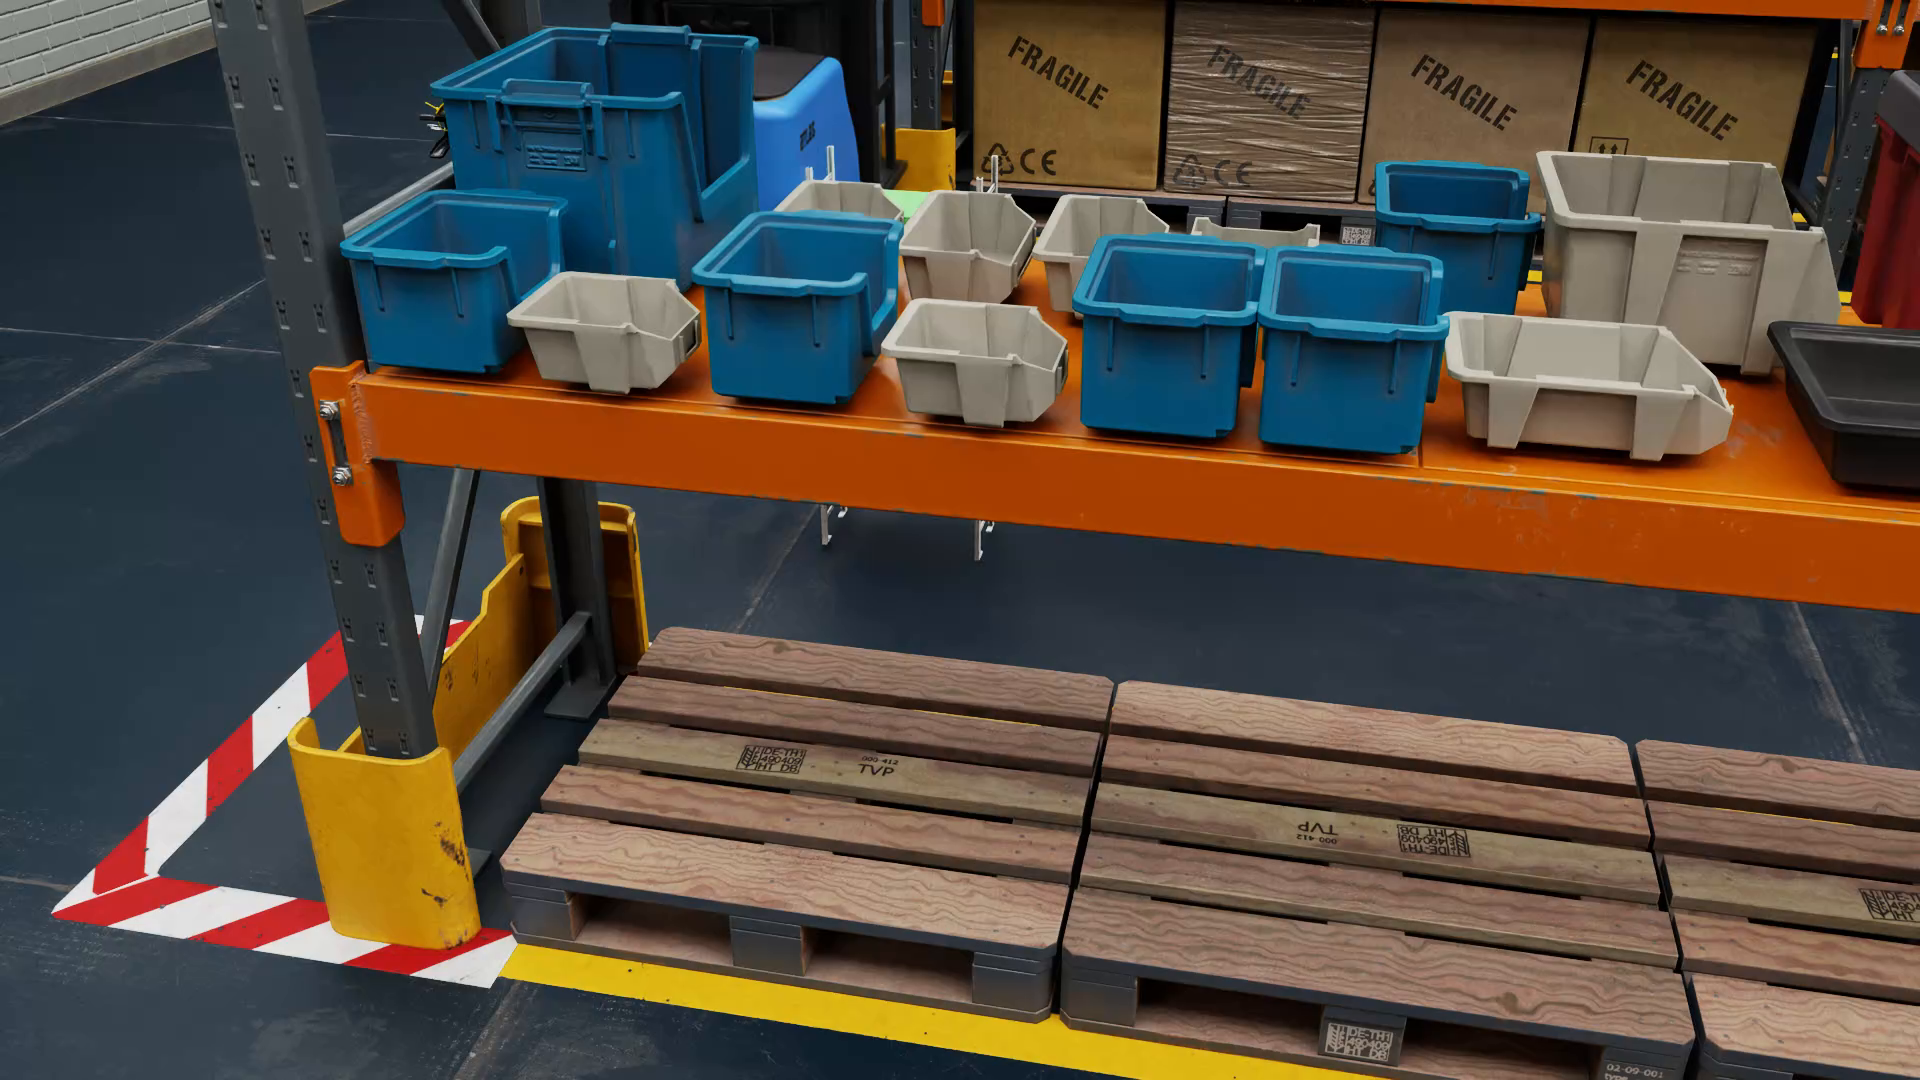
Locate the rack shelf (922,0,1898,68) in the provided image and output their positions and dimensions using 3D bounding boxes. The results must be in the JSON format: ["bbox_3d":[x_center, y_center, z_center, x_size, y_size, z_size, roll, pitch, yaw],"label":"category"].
[{"bbox_3d":[1.892,-2.521,7.481,4.000,0.370,1.077,6,29,11],"label":"rack shelf"}]

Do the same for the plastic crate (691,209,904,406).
[{"bbox_3d":[-0.281,-0.419,3.004,0.300,0.233,0.416,6,29,11],"label":"plastic crate"}]

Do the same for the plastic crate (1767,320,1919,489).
[{"bbox_3d":[1.663,-0.202,2.720,0.590,0.125,0.437,6,29,11],"label":"plastic crate"}]

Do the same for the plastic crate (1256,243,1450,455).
[{"bbox_3d":[0.656,-0.323,2.828,0.300,0.233,0.416,6,29,11],"label":"plastic crate"}]

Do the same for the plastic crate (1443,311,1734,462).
[{"bbox_3d":[1.048,-0.254,2.803,0.466,0.136,0.293,6,29,11],"label":"plastic crate"}]

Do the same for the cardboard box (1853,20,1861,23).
[{"bbox_3d":[6.168,-3.792,11.219,0.500,0.500,0.500,7,30,13],"label":"cardboard box"}]

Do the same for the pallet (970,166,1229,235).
[{"bbox_3d":[0.735,-1.771,8.265,1.213,0.211,1.003,6,29,11],"label":"pallet"}]

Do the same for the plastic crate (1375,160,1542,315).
[{"bbox_3d":[0.964,-0.579,3.296,0.300,0.233,0.416,6,29,11],"label":"plastic crate"}]

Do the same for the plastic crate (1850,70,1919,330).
[{"bbox_3d":[1.993,-0.572,3.042,0.583,0.464,0.402,6,29,11],"label":"plastic crate"}]

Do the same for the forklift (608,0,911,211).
[{"bbox_3d":[-0.845,-2.588,6.924,1.130,2.935,3.031,5,29,8],"label":"forklift"}]

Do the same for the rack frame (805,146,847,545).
[{"bbox_3d":[-0.401,-0.567,5.037,0.015,1.200,0.240,6,29,11],"label":"rack frame"}]

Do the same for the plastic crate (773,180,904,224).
[{"bbox_3d":[-0.262,-0.625,3.481,0.243,0.136,0.396,6,29,11],"label":"plastic crate"}]

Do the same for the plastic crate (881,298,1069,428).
[{"bbox_3d":[0.035,-0.304,2.893,0.298,0.136,0.250,6,29,11],"label":"plastic crate"}]

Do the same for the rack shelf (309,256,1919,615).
[{"bbox_3d":[0.858,-0.195,3.232,4.000,0.370,1.077,6,29,11],"label":"rack shelf"}]

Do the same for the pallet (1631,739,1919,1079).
[{"bbox_3d":[2.087,0.857,3.464,1.213,0.211,1.003,6,29,11],"label":"pallet"}]

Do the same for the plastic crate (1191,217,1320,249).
[{"bbox_3d":[0.589,-0.552,3.347,0.250,0.136,0.298,6,29,11],"label":"plastic crate"}]

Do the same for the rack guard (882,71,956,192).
[{"bbox_3d":[-0.087,-1.944,8.279,0.348,0.500,1.175,6,29,11],"label":"rack guard"}]

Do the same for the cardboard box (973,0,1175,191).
[{"bbox_3d":[0.579,-2.263,8.035,0.875,0.875,0.875,6,29,11],"label":"cardboard box"}]

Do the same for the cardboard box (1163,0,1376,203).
[{"bbox_3d":[1.469,-2.172,7.869,0.875,0.875,0.875,6,29,11],"label":"cardboard box"}]

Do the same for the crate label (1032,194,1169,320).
[{"bbox_3d":[0.295,-0.573,3.385,0.243,0.136,0.396,6,29,11],"label":"crate label"}]

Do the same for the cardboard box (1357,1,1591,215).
[{"bbox_3d":[2.339,-2.083,7.706,0.875,0.875,0.875,6,29,11],"label":"cardboard box"}]

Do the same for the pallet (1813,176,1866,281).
[{"bbox_3d":[4.619,-1.371,7.535,1.213,0.211,1.003,6,29,11],"label":"pallet"}]

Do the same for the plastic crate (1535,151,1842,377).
[{"bbox_3d":[1.359,-0.524,3.145,0.530,0.282,0.437,6,29,11],"label":"plastic crate"}]

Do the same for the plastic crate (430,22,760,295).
[{"bbox_3d":[-0.731,-0.807,3.502,0.499,0.435,0.616,6,29,11],"label":"plastic crate"}]

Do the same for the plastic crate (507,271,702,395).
[{"bbox_3d":[-0.629,-0.372,3.018,0.298,0.136,0.250,6,29,11],"label":"plastic crate"}]

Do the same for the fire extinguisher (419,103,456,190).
[{"bbox_3d":[-1.150,-0.743,3.952,0.183,0.674,0.296,6,29,11],"label":"fire extinguisher"}]

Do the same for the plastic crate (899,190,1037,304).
[{"bbox_3d":[0.018,-0.590,3.415,0.243,0.136,0.396,6,29,11],"label":"plastic crate"}]

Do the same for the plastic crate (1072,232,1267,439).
[{"bbox_3d":[0.363,-0.353,2.883,0.300,0.233,0.416,6,29,11],"label":"plastic crate"}]

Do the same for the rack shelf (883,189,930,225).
[{"bbox_3d":[-0.162,-0.908,4.792,0.480,0.148,0.258,6,29,11],"label":"rack shelf"}]

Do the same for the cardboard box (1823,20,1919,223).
[{"bbox_3d":[4.478,-1.834,7.251,0.875,0.875,1.225,6,29,11],"label":"cardboard box"}]

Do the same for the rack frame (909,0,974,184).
[{"bbox_3d":[-0.063,-3.038,7.675,0.127,3.000,1.000,6,29,11],"label":"rack frame"}]

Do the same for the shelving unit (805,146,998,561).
[{"bbox_3d":[-0.162,-0.543,4.992,0.503,1.200,0.258,6,29,11],"label":"shelving unit"}]

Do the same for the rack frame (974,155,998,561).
[{"bbox_3d":[0.077,-0.518,4.948,0.015,1.200,0.240,6,29,11],"label":"rack frame"}]

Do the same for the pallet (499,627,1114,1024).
[{"bbox_3d":[-0.299,0.613,3.911,1.213,0.211,1.003,6,29,11],"label":"pallet"}]

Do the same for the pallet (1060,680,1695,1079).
[{"bbox_3d":[0.890,0.736,3.686,1.213,0.211,1.003,6,29,11],"label":"pallet"}]

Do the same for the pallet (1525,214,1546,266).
[{"bbox_3d":[3.121,-1.526,7.818,1.213,0.211,1.003,6,29,11],"label":"pallet"}]

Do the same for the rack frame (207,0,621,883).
[{"bbox_3d":[-1.098,-0.711,3.426,0.127,3.000,1.000,6,29,11],"label":"rack frame"}]

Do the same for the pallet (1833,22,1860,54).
[{"bbox_3d":[5.745,-3.655,11.707,1.213,0.211,1.003,6,29,11],"label":"pallet"}]

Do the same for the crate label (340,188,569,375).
[{"bbox_3d":[-0.925,-0.485,3.124,0.303,0.233,0.416,6,29,11],"label":"crate label"}]

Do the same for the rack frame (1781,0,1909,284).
[{"bbox_3d":[3.848,-2.636,6.942,0.127,3.000,1.000,6,29,11],"label":"rack frame"}]

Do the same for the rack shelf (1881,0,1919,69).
[{"bbox_3d":[5.804,-2.120,6.748,4.000,0.370,1.077,6,29,11],"label":"rack shelf"}]

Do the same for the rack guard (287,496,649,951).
[{"bbox_3d":[-1.124,0.389,4.020,0.348,0.500,1.175,6,29,11],"label":"rack guard"}]

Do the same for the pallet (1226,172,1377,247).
[{"bbox_3d":[1.924,-1.648,8.040,1.213,0.211,1.003,6,29,11],"label":"pallet"}]

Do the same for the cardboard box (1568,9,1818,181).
[{"bbox_3d":[3.220,-1.992,7.541,0.875,0.875,0.875,6,29,11],"label":"cardboard box"}]
